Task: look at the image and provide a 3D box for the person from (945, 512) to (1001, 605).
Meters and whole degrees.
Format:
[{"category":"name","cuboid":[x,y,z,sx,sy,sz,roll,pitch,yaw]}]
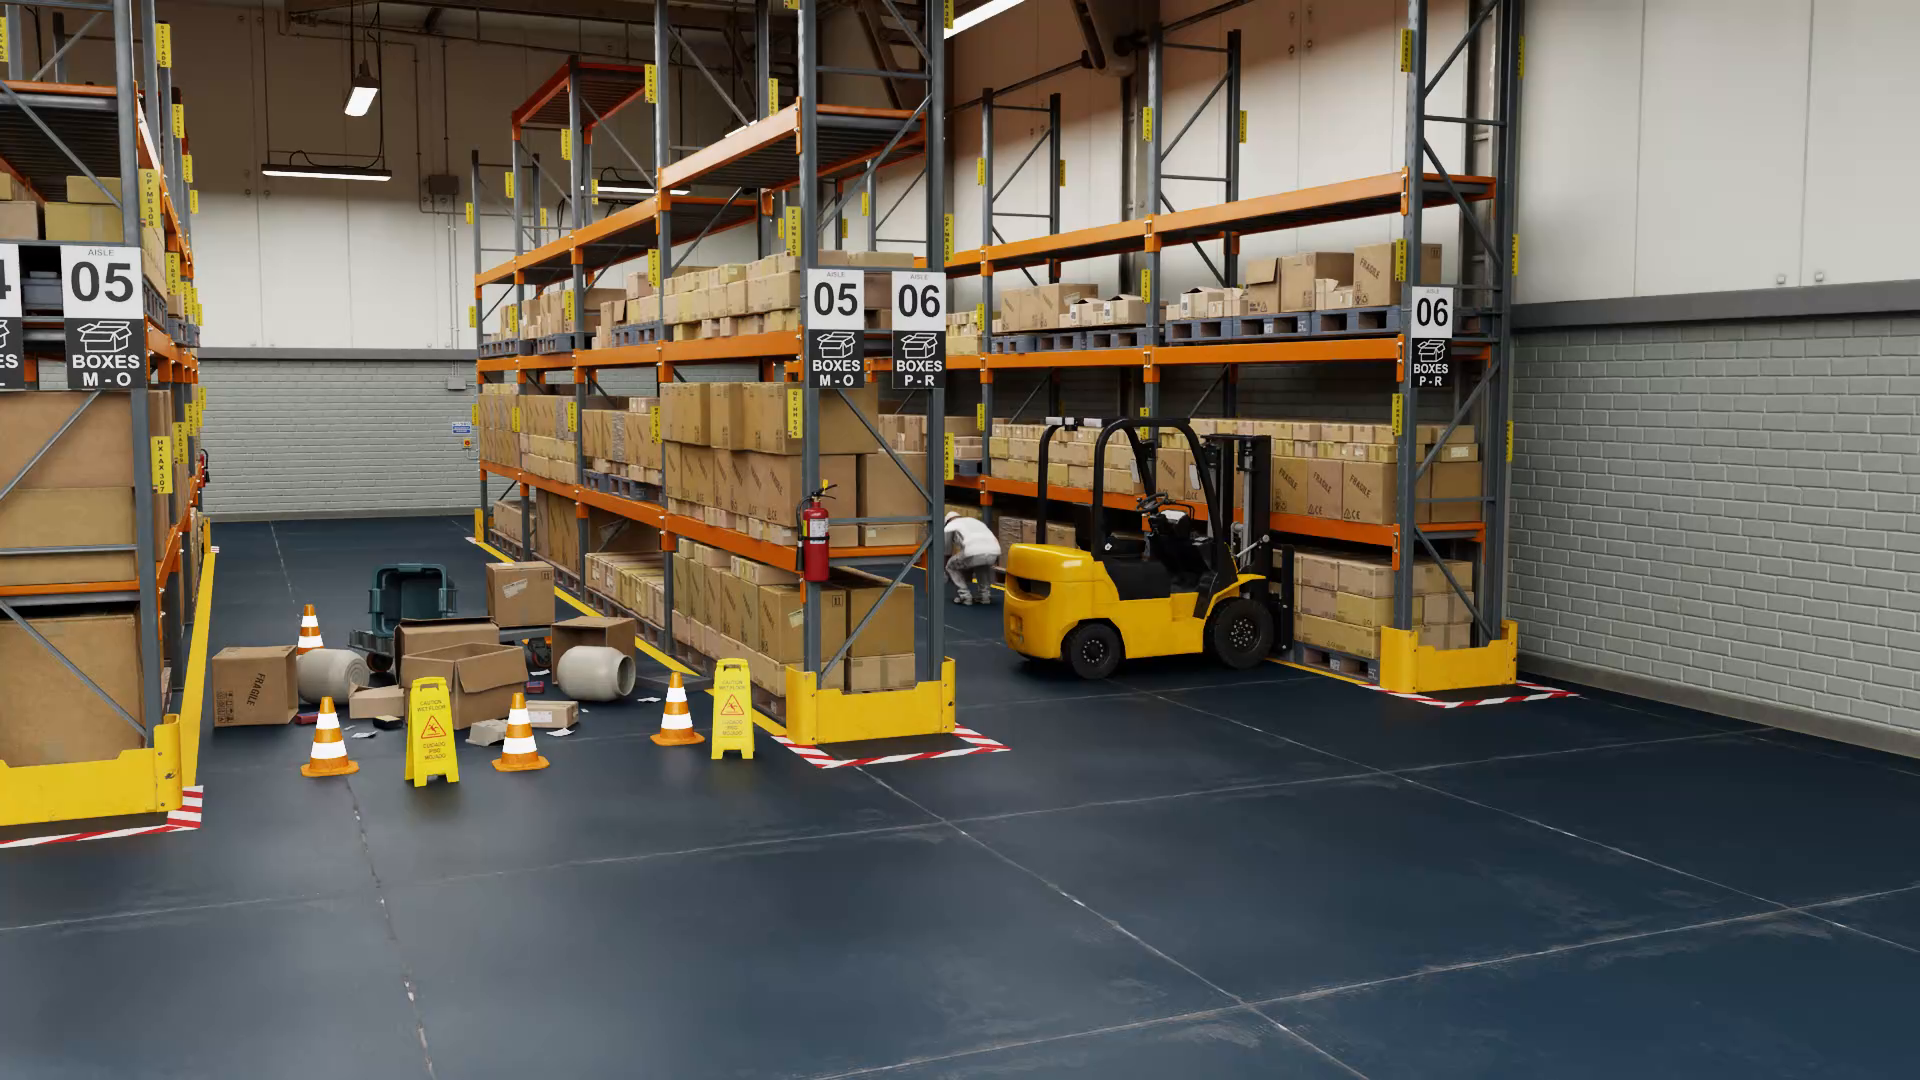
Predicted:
[{"category":"person","cuboid":[0.086,0.205,18.647,0.546,1.001,0.929,-3,6,-25]}]
